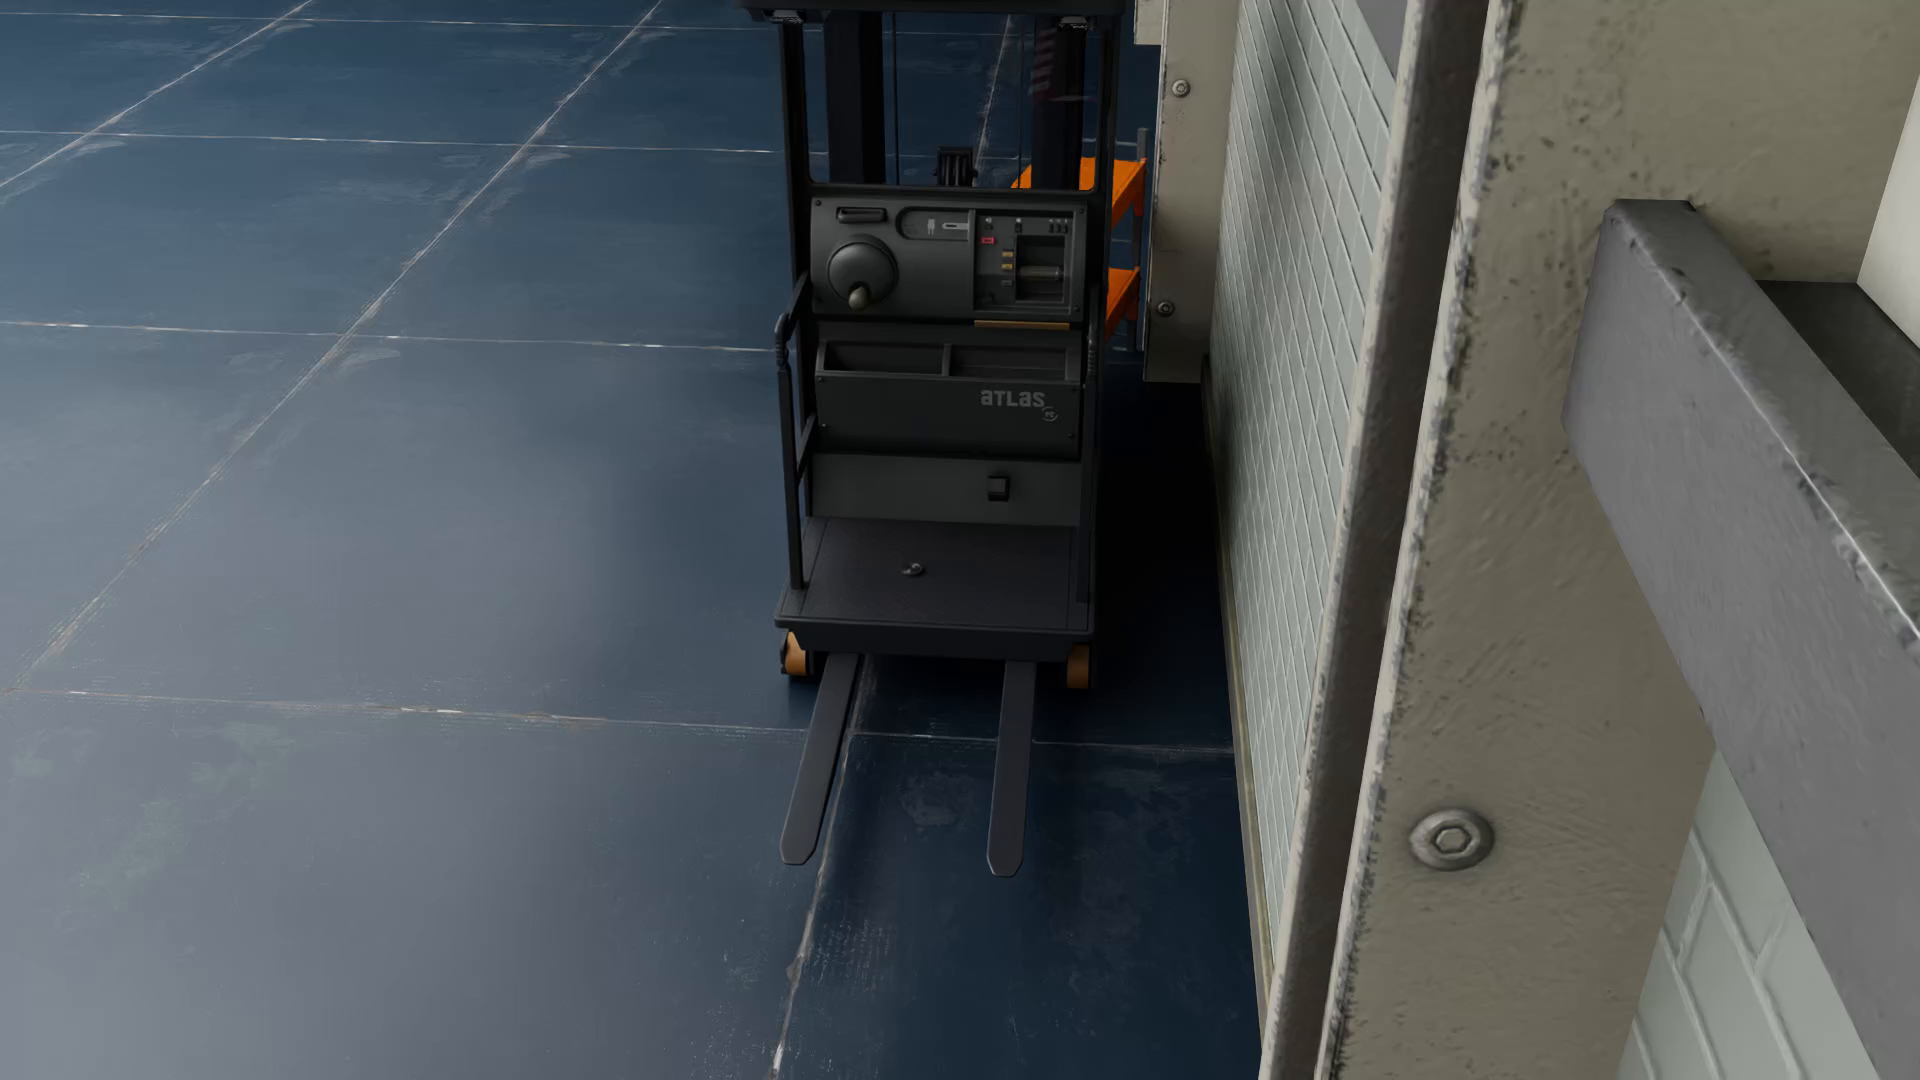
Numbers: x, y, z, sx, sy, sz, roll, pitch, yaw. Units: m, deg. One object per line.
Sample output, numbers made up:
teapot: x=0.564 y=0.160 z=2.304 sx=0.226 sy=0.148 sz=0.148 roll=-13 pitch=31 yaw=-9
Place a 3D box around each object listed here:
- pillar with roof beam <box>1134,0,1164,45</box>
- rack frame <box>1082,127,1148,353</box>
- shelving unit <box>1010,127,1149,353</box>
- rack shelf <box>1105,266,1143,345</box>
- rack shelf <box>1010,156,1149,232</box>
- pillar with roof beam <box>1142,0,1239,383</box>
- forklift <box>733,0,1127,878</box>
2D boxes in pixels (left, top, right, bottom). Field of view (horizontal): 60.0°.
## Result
pillar with roof beam: x=-2.751 y=-8.012 z=11.174 sx=9.100 sy=9.000 sz=0.400 roll=2 pitch=32 yaw=4
rack frame: x=0.632 y=-1.458 z=8.042 sx=0.500 sy=1.125 sz=0.032 roll=10 pitch=33 yaw=16
shelving unit: x=0.470 y=-1.207 z=7.631 sx=0.538 sy=1.125 sz=1.048 roll=10 pitch=33 yaw=16
rack shelf: x=0.470 y=-0.998 z=7.759 sx=0.538 sy=0.278 sz=1.000 roll=10 pitch=33 yaw=16
rack shelf: x=0.469 y=-1.457 z=7.479 sx=0.538 sy=0.278 sz=1.000 roll=10 pitch=33 yaw=16
pillar with roof beam: x=-3.240 y=-4.875 z=6.083 sx=9.100 sy=9.000 sz=0.400 roll=2 pitch=32 yaw=4
forklift: x=-0.054 y=-0.901 z=5.418 sx=1.130 sy=2.935 sz=3.031 roll=2 pitch=32 yaw=4
